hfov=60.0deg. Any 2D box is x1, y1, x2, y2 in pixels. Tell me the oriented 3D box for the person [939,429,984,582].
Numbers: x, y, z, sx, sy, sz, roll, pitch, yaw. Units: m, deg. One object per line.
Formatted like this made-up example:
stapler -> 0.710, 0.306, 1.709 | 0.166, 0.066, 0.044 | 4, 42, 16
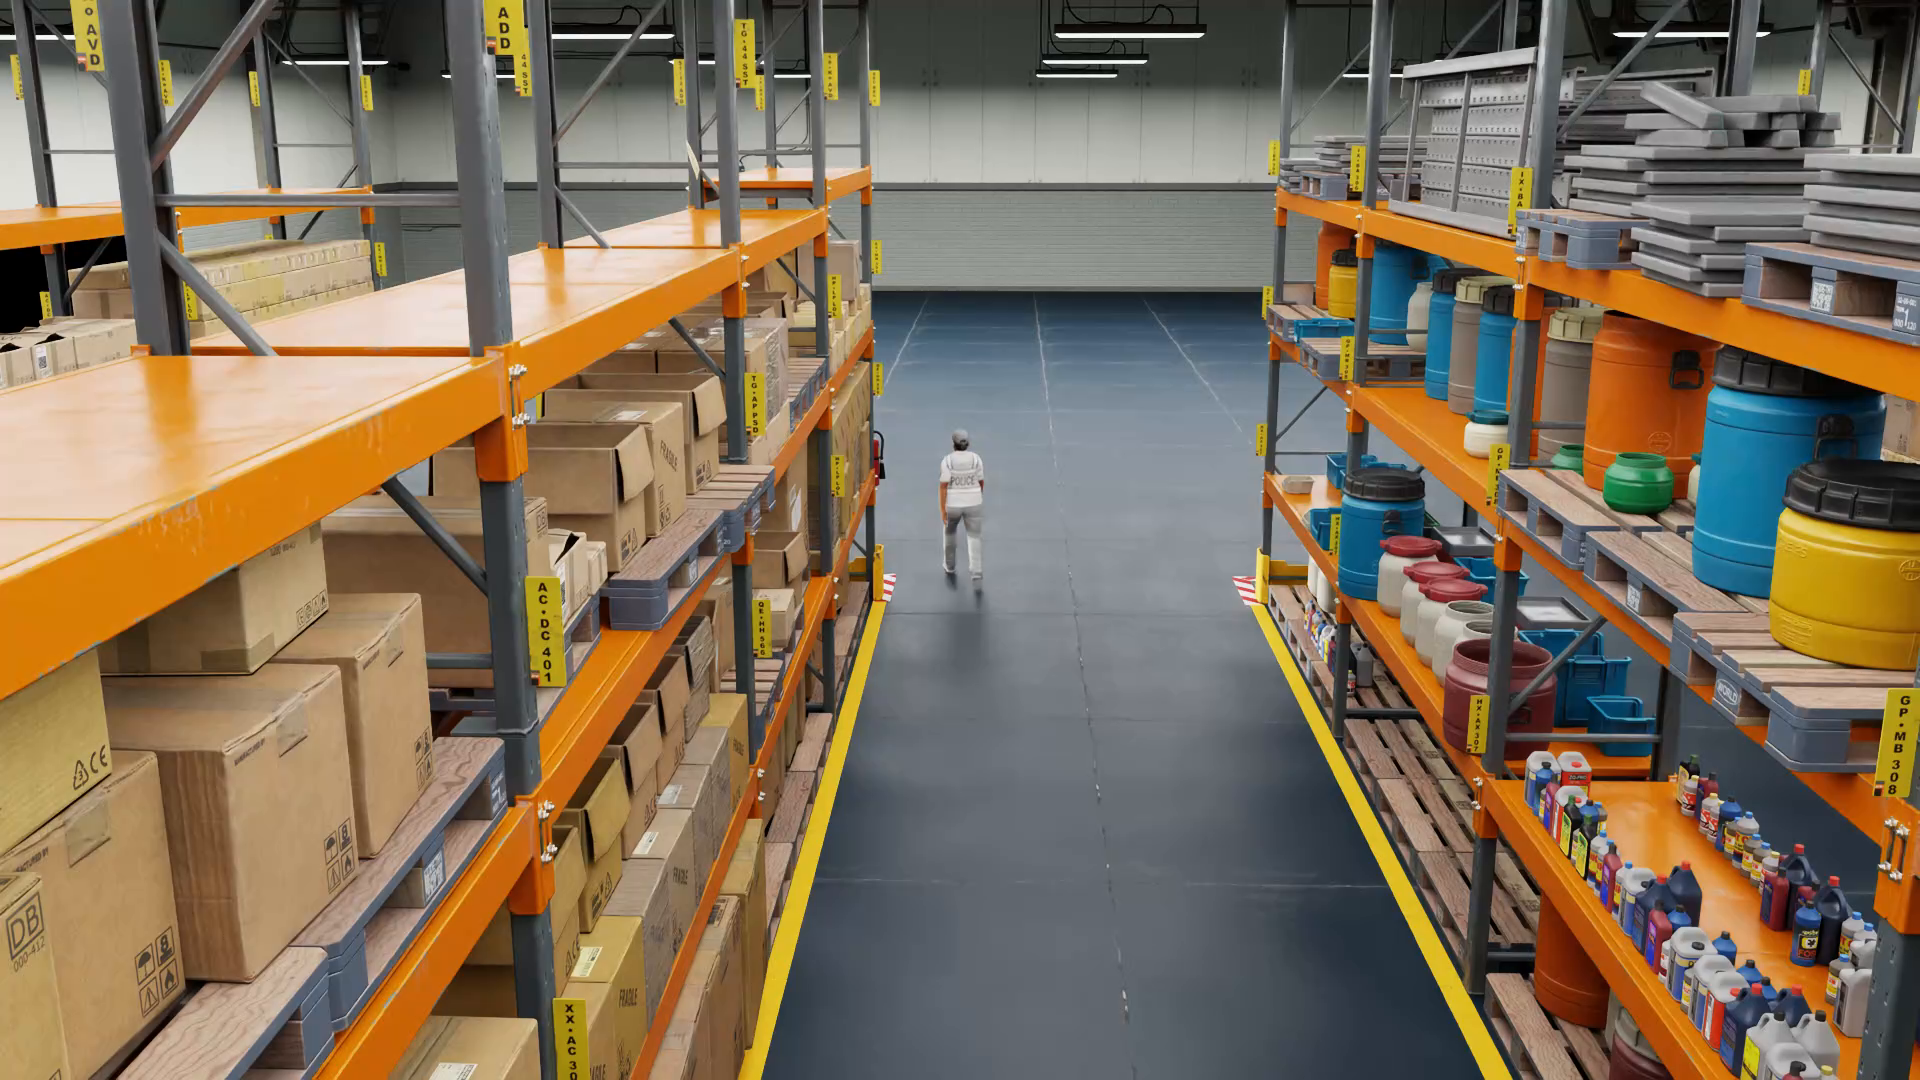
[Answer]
person -> 0.014, -0.373, 17.500 | 0.487, 1.606, 1.031 | -1, 14, -4
